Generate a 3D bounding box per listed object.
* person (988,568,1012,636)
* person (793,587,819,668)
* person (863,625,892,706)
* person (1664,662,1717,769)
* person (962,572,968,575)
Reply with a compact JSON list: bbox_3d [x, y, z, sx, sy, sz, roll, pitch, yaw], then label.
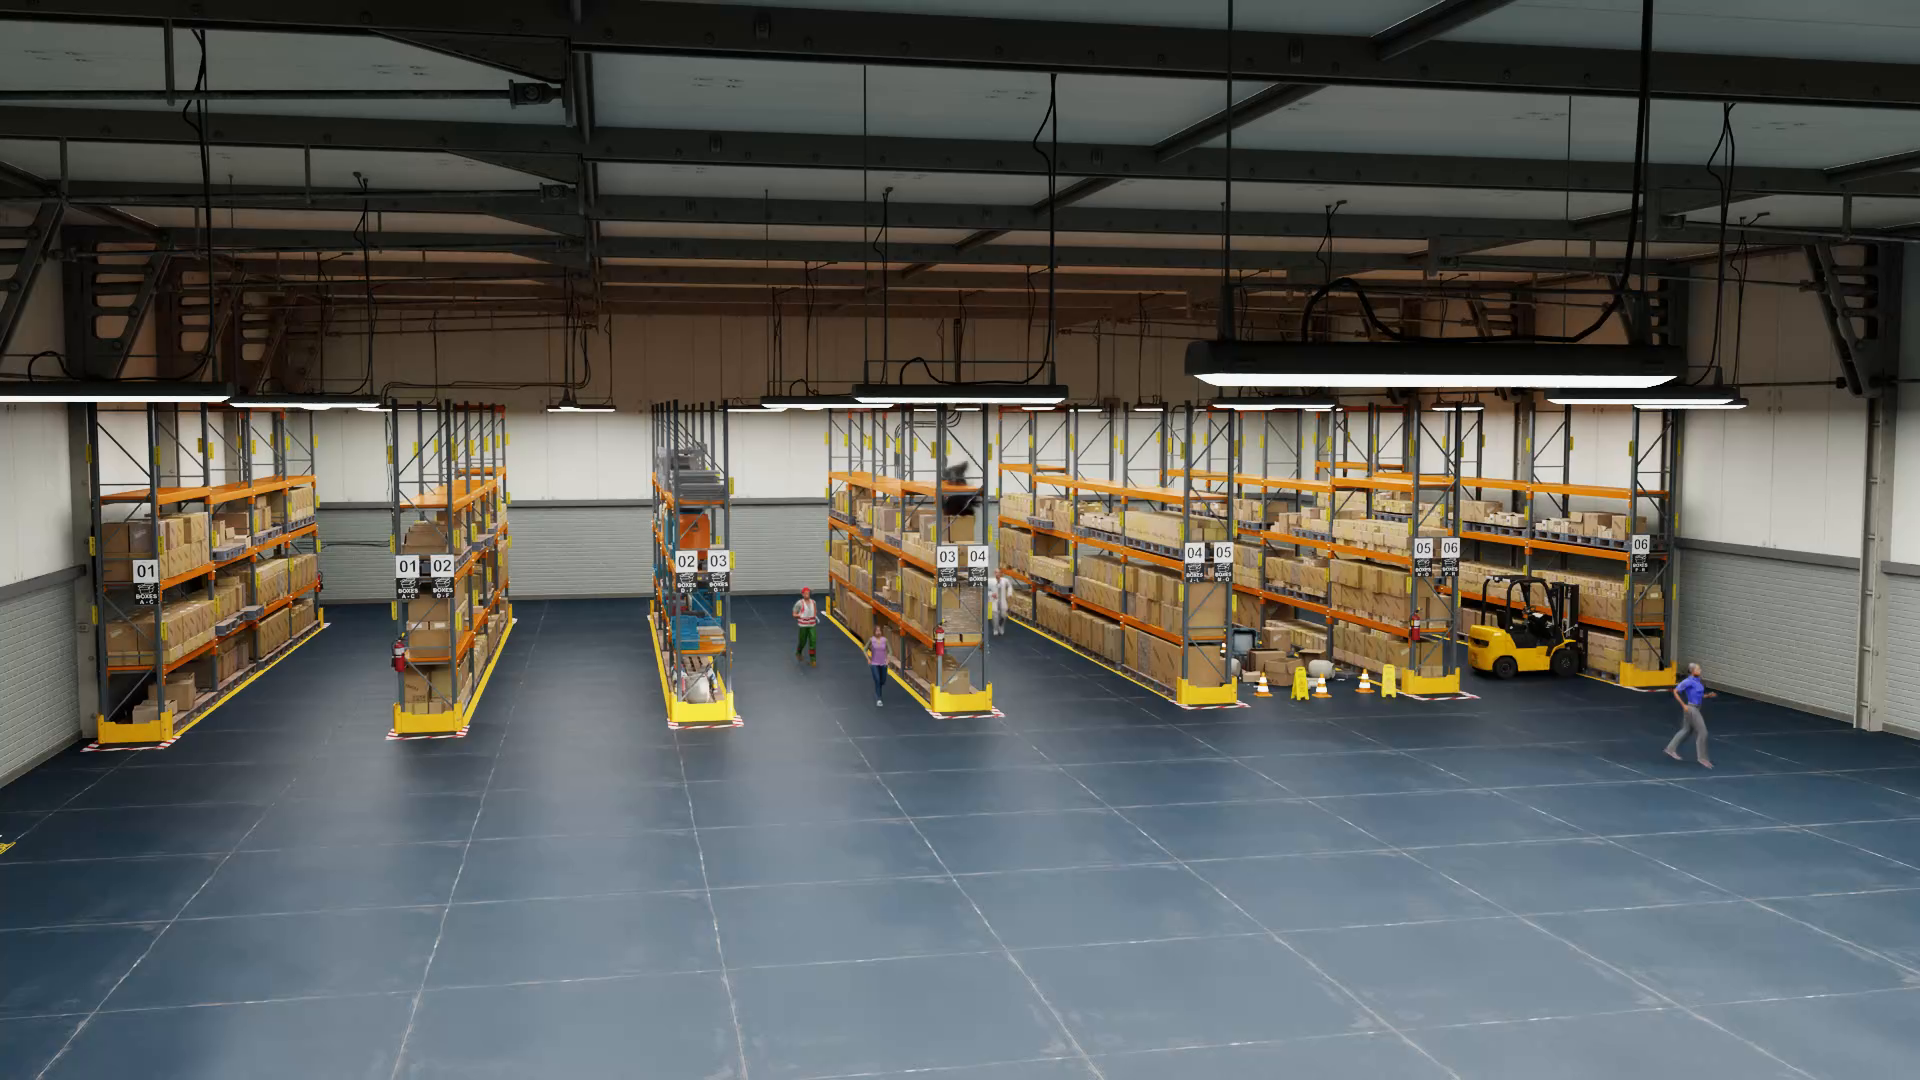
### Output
[{"bbox_3d":[1.010,1.612,42.929,0.747,1.756,0.680,-1,4,-8],"label":"person"},{"bbox_3d":[-3.477,1.961,37.708,0.654,1.783,0.988,-2,5,-26],"label":"person"},{"bbox_3d":[-1.634,2.461,32.884,0.568,1.571,0.738,-1,4,-14],"label":"person"},{"bbox_3d":[11.932,2.886,27.131,0.786,1.630,0.555,3,5,33],"label":"person"},{"bbox_3d":[0.067,1.191,49.363,0.711,1.663,0.736,-2,5,-28],"label":"person"}]
